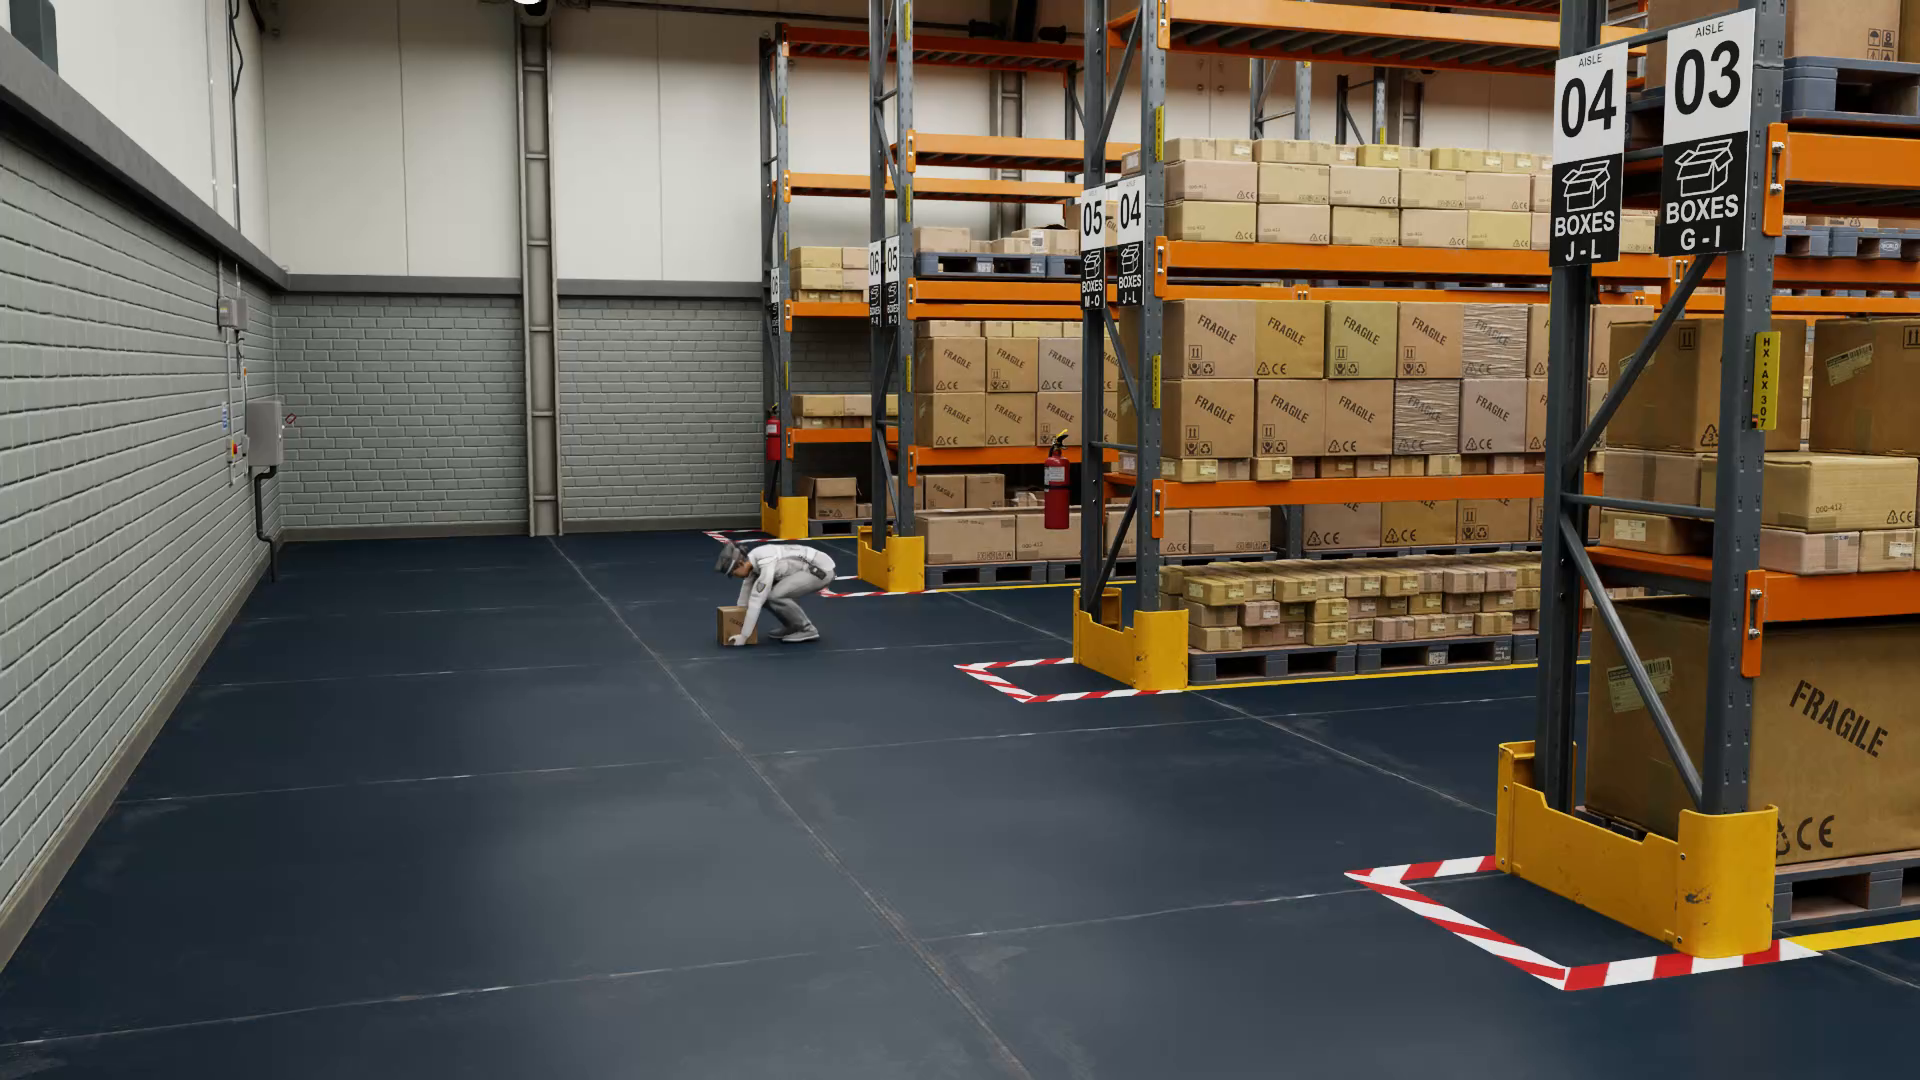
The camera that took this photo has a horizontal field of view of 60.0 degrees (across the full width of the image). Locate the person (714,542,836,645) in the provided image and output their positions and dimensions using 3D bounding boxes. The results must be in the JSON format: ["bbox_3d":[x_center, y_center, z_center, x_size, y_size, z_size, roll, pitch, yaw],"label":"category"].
[{"bbox_3d":[-1.379,0.383,12.370,0.914,0.770,0.448,-2,6,-20],"label":"person"}]
